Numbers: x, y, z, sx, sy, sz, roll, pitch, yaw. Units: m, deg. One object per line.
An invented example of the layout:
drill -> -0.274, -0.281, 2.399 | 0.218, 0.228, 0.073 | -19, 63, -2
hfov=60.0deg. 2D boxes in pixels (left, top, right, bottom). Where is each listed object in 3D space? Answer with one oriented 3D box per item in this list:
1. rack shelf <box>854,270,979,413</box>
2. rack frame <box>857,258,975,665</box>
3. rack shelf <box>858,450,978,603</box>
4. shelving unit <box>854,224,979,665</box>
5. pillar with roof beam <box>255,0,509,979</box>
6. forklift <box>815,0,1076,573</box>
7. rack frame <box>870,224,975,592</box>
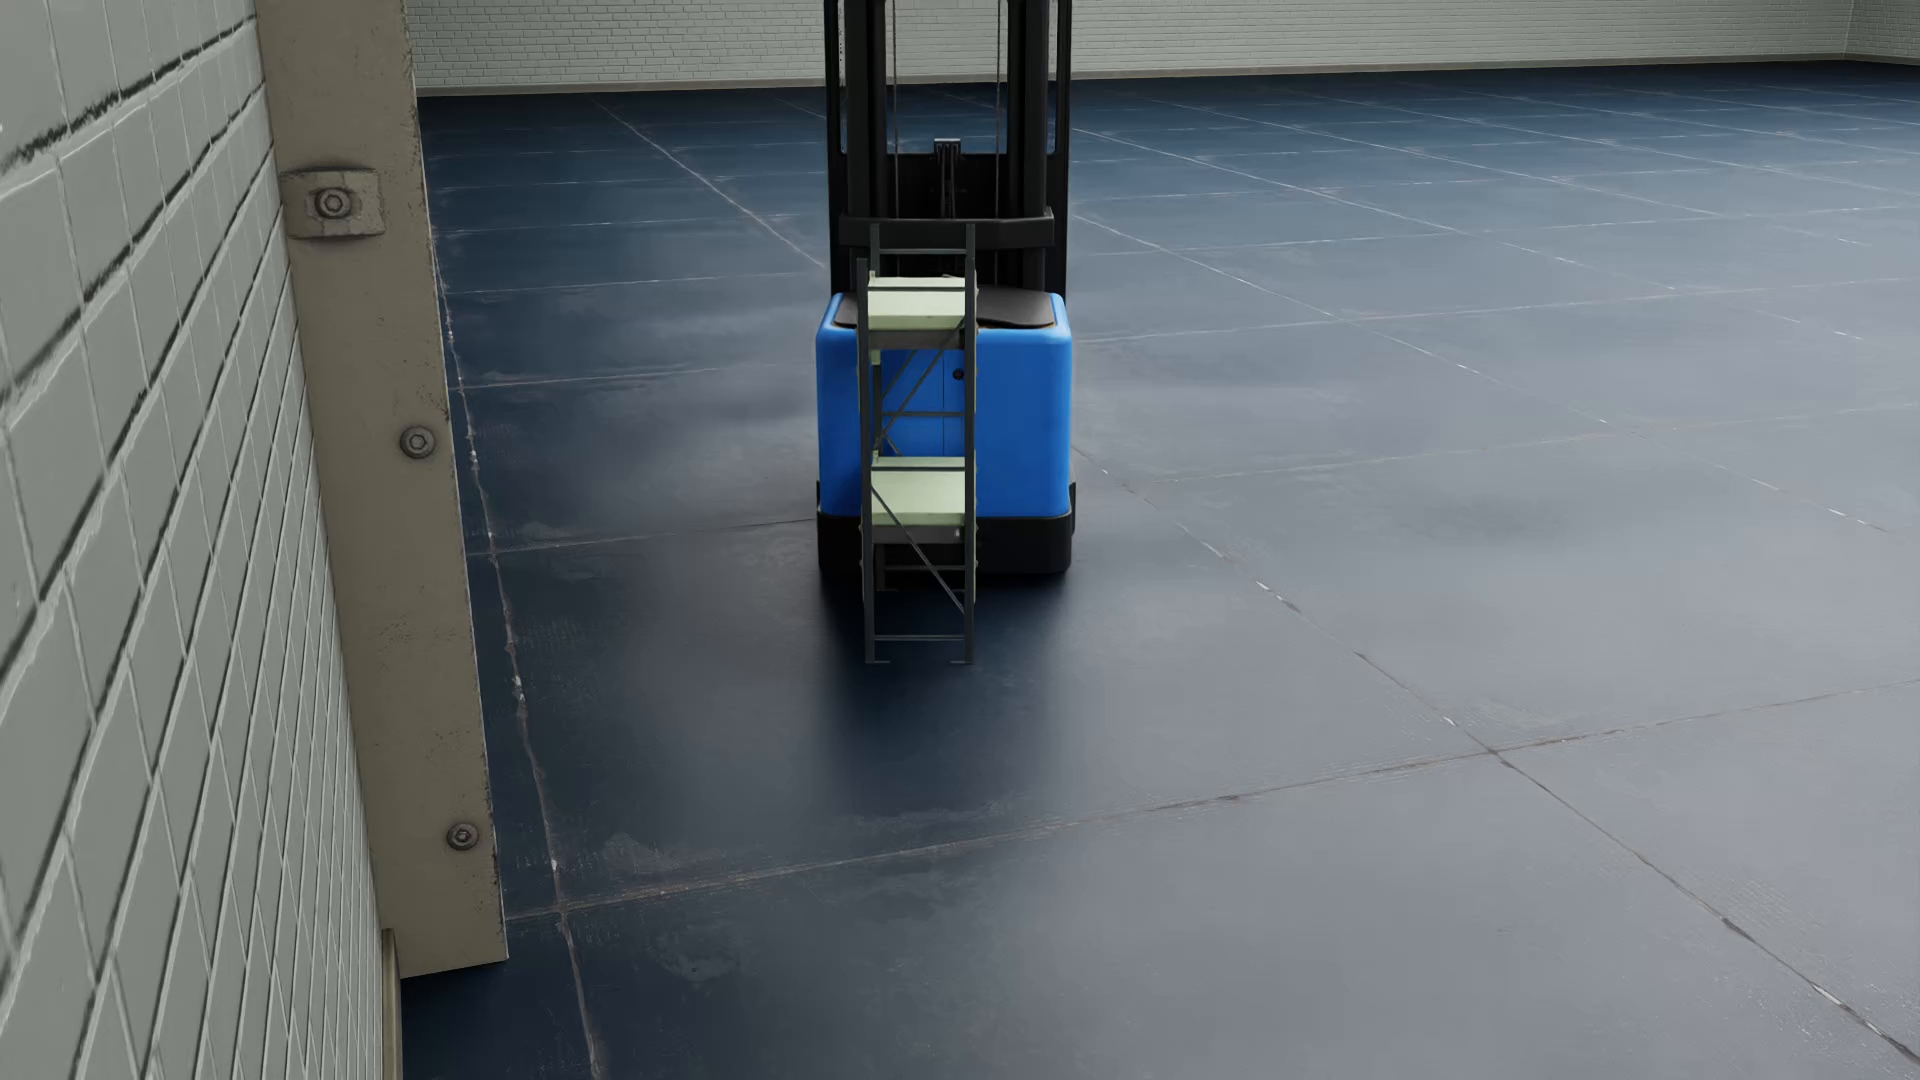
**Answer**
rack shelf -> -0.146, -0.739, 6.101 | 0.431, 0.370, 0.720 | 0, 20, 1
rack frame -> -0.150, -0.248, 5.888 | 0.400, 1.500, 0.023 | 0, 20, 1
rack shelf -> -0.146, -0.065, 6.343 | 0.431, 0.370, 0.720 | 0, 20, 1
shelving unit -> -0.146, -0.372, 6.233 | 0.431, 1.500, 0.755 | 0, 20, 1
pillar with roof beam -> 2.695, -3.641, 4.241 | 9.100, 9.000, 0.400 | -6, 21, -17
forklift -> -0.051, -1.688, 7.781 | 1.130, 2.935, 3.031 | 0, 20, 1
rack frame -> -0.143, -0.495, 6.577 | 0.400, 1.500, 0.023 | 0, 20, 1
